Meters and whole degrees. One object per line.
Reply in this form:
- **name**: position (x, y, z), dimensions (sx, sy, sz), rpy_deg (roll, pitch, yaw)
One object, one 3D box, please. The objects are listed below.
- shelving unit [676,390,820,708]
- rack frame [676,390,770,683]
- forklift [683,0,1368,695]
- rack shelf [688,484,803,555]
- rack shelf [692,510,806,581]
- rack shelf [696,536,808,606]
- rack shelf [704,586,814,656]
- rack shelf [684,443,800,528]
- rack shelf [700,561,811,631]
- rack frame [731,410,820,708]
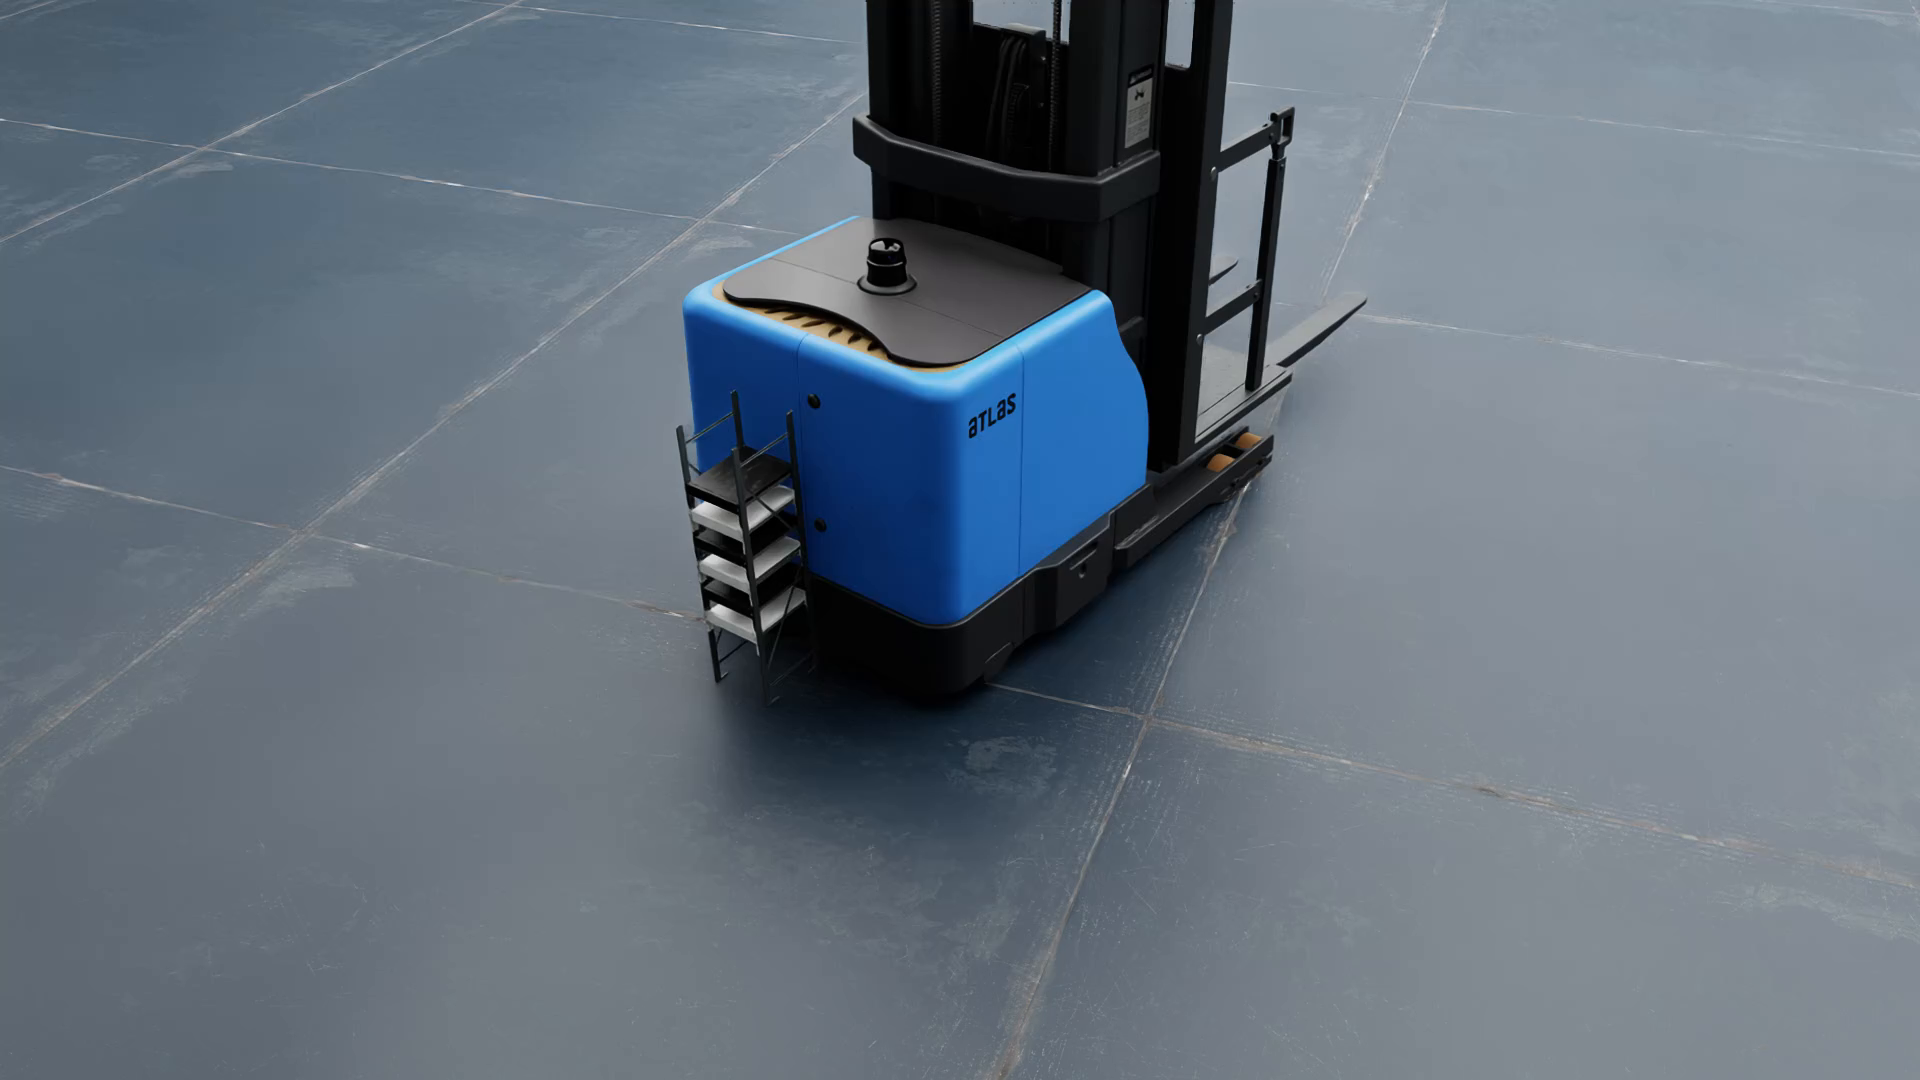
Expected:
- **shelving unit**: position (-0.599, 0.038, 4.785), dimensions (0.210, 0.900, 0.258), rpy_deg (22, 42, 30)
- **rack frame**: position (-0.681, 0.005, 4.836), dimensions (0.006, 0.900, 0.240), rpy_deg (22, 42, 30)
- **forklift**: position (0.480, -1.517, 5.334), dimensions (1.130, 2.935, 3.031), rpy_deg (23, 39, 31)
- **rack shelf**: position (-0.604, -0.082, 4.700), dimensions (0.200, 0.077, 0.258), rpy_deg (22, 42, 30)
- **rack shelf**: position (-0.601, -0.009, 4.752), dimensions (0.200, 0.077, 0.258), rpy_deg (22, 42, 30)
- **rack shelf**: position (-0.598, 0.065, 4.804), dimensions (0.200, 0.077, 0.258), rpy_deg (22, 42, 30)
- **rack shelf**: position (-0.591, 0.211, 4.909), dimensions (0.200, 0.077, 0.258), rpy_deg (22, 42, 30)
- **rack shelf**: position (-0.607, -0.155, 4.648), dimensions (0.200, 0.077, 0.258), rpy_deg (22, 42, 30)
- **rack shelf**: position (-0.594, 0.138, 4.857), dimensions (0.200, 0.077, 0.258), rpy_deg (22, 42, 30)
- **rack frame**: position (-0.517, 0.070, 4.735), dimensions (0.006, 0.900, 0.240), rpy_deg (22, 42, 30)
